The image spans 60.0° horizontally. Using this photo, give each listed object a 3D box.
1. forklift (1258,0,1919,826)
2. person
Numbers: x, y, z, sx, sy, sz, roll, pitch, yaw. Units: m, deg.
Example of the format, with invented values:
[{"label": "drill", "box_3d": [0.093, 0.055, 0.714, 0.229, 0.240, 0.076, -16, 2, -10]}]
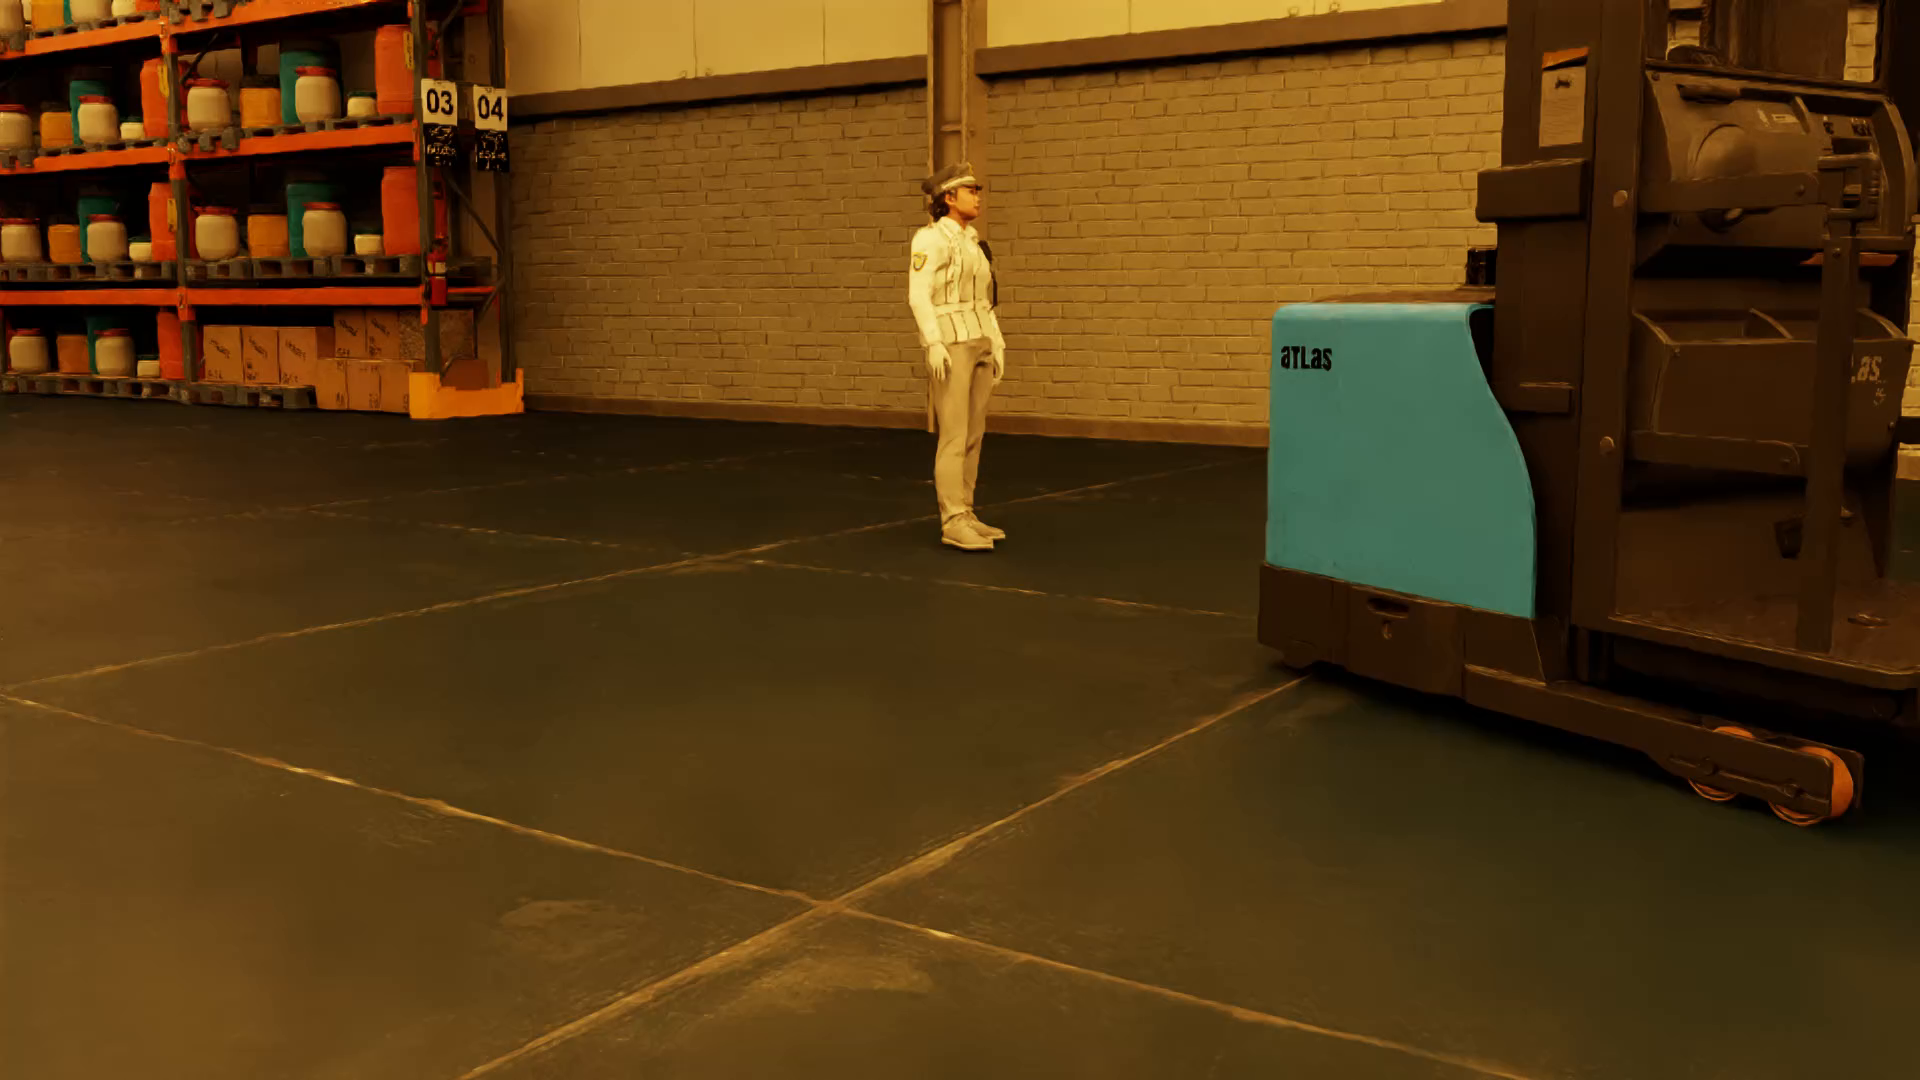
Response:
[{"label": "forklift", "box_3d": [2.057, -0.932, 3.750, 1.130, 2.935, 3.031, -5, 9, -29]}, {"label": "person", "box_3d": [0.052, -0.840, 7.440, 0.532, 1.695, 0.586, 5, 10, 34]}]
